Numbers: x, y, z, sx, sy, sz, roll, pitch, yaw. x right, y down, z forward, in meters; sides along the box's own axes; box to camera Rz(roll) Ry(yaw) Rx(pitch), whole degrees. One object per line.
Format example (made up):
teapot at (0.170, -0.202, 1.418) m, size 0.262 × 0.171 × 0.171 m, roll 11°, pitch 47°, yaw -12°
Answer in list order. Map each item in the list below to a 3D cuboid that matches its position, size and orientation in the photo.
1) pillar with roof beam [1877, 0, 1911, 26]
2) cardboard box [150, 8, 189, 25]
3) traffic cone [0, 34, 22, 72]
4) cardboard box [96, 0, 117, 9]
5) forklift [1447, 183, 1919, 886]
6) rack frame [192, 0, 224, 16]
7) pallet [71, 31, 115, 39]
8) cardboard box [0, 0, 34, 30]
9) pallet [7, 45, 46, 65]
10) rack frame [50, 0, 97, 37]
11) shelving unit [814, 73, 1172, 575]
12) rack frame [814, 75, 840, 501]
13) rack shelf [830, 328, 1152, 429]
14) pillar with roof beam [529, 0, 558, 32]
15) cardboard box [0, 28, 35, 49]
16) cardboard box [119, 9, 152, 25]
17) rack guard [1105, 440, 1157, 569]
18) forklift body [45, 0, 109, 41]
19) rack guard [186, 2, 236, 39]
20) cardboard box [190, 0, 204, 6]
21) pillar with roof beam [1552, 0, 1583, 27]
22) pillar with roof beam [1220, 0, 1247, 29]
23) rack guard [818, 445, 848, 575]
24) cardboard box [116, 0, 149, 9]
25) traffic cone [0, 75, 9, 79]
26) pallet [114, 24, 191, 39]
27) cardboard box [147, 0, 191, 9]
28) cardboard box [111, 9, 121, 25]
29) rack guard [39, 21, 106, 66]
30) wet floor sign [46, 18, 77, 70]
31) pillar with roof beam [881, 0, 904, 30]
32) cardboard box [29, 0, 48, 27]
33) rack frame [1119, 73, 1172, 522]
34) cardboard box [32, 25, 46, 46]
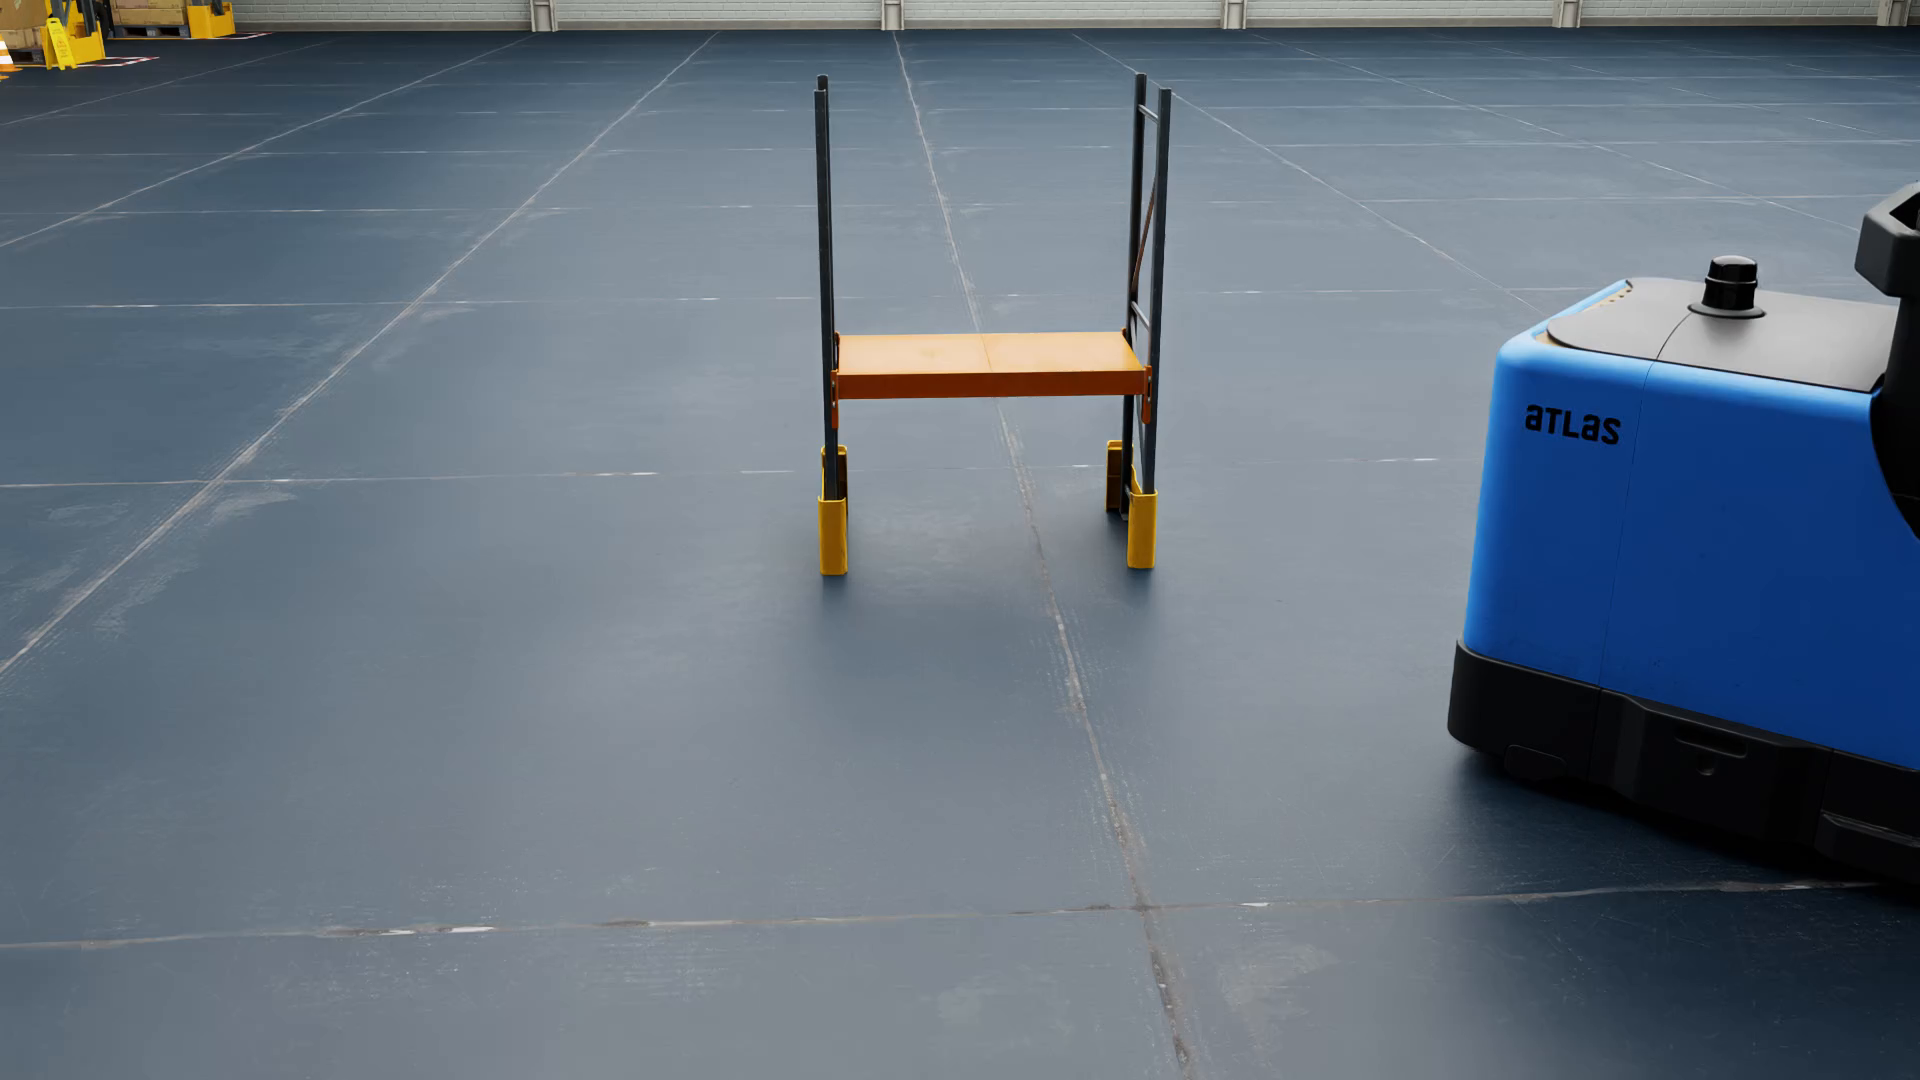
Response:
pillar with roof beam at (17.042, -11.958, 24.382) m, size 0.400 × 9.000 × 9.100 m, roll -1°, pitch 21°, yaw -3°
cardboard box at (-12.859, -8.558, 27.157) m, size 0.500 × 0.250 × 0.500 m, roll -1°, pitch 21°, yaw -3°
traffic cone at (-12.476, -6.352, 21.656) m, size 0.334 × 0.463 × 0.336 m, roll -1°, pitch 21°, yaw -3°
cardboard box at (-13.892, -8.768, 27.006) m, size 0.500 × 0.250 × 0.500 m, roll -2°, pitch 21°, yaw -4°
forklift at (2.700, -0.636, 3.172) m, size 3.031 × 2.935 × 1.130 m, roll 15°, pitch 26°, yaw 35°
rack frame at (-12.408, -9.768, 27.062) m, size 0.127 × 3.000 × 1.000 m, roll -1°, pitch 21°, yaw -3°
pallet at (-14.384, -8.411, 27.416) m, size 1.213 × 0.211 × 1.003 m, roll -1°, pitch 21°, yaw -3°
cardboard box at (-12.906, -7.158, 22.426) m, size 0.500 × 0.500 × 0.500 m, roll -1°, pitch 21°, yaw -3°
pallet at (-13.010, -6.696, 22.913) m, size 1.213 × 0.211 × 1.003 m, roll -1°, pitch 21°, yaw -3°
rack frame at (-12.121, -8.005, 22.431) m, size 0.127 × 3.000 × 1.000 m, roll -1°, pitch 21°, yaw -3°
shelving unit at (0.076, -0.702, 5.358) m, size 1.083 × 1.500 × 0.587 m, roll -1°, pitch 21°, yaw -3°
rack frame at (-0.422, -0.692, 5.332) m, size 0.032 × 1.500 × 0.500 m, roll -1°, pitch 21°, yaw -3°
rack shelf at (0.085, -0.535, 5.423) m, size 1.000 × 0.185 × 0.538 m, roll -1°, pitch 21°, yaw -3°
pillar with roof beam at (-6.918, -11.470, 23.102) m, size 0.400 × 9.000 × 9.100 m, roll -1°, pitch 21°, yaw -3°
cardboard box at (-12.936, -6.804, 22.550) m, size 0.500 × 0.250 × 0.500 m, roll -1°, pitch 21°, yaw -3°
cardboard box at (-13.356, -8.551, 27.139) m, size 0.500 × 0.250 × 0.500 m, roll -1°, pitch 21°, yaw -3°
rack guard at (0.573, -0.128, 5.607) m, size 0.087 × 0.250 × 0.587 m, roll -1°, pitch 21°, yaw -3°
forklift body at (-14.197, -8.685, 25.410) m, size 1.214 × 2.155 × 2.313 m, roll -1°, pitch 21°, yaw -3°
rack guard at (-12.384, -8.600, 27.508) m, size 0.348 × 0.500 × 1.175 m, roll -1°, pitch 21°, yaw -3°
cardboard box at (-12.889, -8.977, 27.556) m, size 0.500 × 0.250 × 0.500 m, roll -1°, pitch 21°, yaw -2°
pillar with roof beam at (11.052, -11.836, 24.062) m, size 0.400 × 9.000 × 9.100 m, roll -1°, pitch 21°, yaw -3°
pillar with roof beam at (5.062, -11.714, 23.742) m, size 0.400 × 9.000 × 9.100 m, roll -1°, pitch 21°, yaw -3°
rack guard at (-0.421, -0.108, 5.554) m, size 0.087 × 0.250 × 0.587 m, roll -1°, pitch 21°, yaw -3°
cardboard box at (-13.377, -8.786, 27.053) m, size 0.500 × 0.250 × 0.500 m, roll -1°, pitch 21°, yaw -4°
traffic cone at (-12.074, -5.965, 20.638) m, size 0.334 × 0.463 × 0.336 m, roll -1°, pitch 21°, yaw -3°
pallet at (-13.169, -8.435, 27.478) m, size 1.213 × 0.211 × 1.003 m, roll -1°, pitch 21°, yaw -3°
cardboard box at (-12.876, -8.792, 27.070) m, size 0.500 × 0.250 × 0.500 m, roll -1°, pitch 21°, yaw -4°
cardboard box at (-13.856, -8.544, 27.121) m, size 0.500 × 0.250 × 0.500 m, roll -1°, pitch 21°, yaw -2°
rack guard at (-12.197, -6.835, 22.872) m, size 0.348 × 0.500 × 1.175 m, roll -1°, pitch 21°, yaw -3°
wet floor sign at (-11.870, -6.528, 21.862) m, size 0.232 × 0.644 × 0.267 m, roll 6°, pitch 22°, yaw 16°
pillar with roof beam at (-0.928, -11.592, 23.422) m, size 0.400 × 9.000 × 9.100 m, roll -1°, pitch 21°, yaw -3°
cardboard box at (-12.966, -7.348, 22.925) m, size 0.500 × 0.500 × 0.500 m, roll -2°, pitch 21°, yaw -5°
rack frame at (0.593, -0.713, 5.386) m, size 0.032 × 1.500 × 0.500 m, roll -1°, pitch 21°, yaw -3°
cardboard box at (-12.942, -6.998, 23.060) m, size 0.500 × 0.250 × 0.500 m, roll -1°, pitch 21°, yaw -3°
